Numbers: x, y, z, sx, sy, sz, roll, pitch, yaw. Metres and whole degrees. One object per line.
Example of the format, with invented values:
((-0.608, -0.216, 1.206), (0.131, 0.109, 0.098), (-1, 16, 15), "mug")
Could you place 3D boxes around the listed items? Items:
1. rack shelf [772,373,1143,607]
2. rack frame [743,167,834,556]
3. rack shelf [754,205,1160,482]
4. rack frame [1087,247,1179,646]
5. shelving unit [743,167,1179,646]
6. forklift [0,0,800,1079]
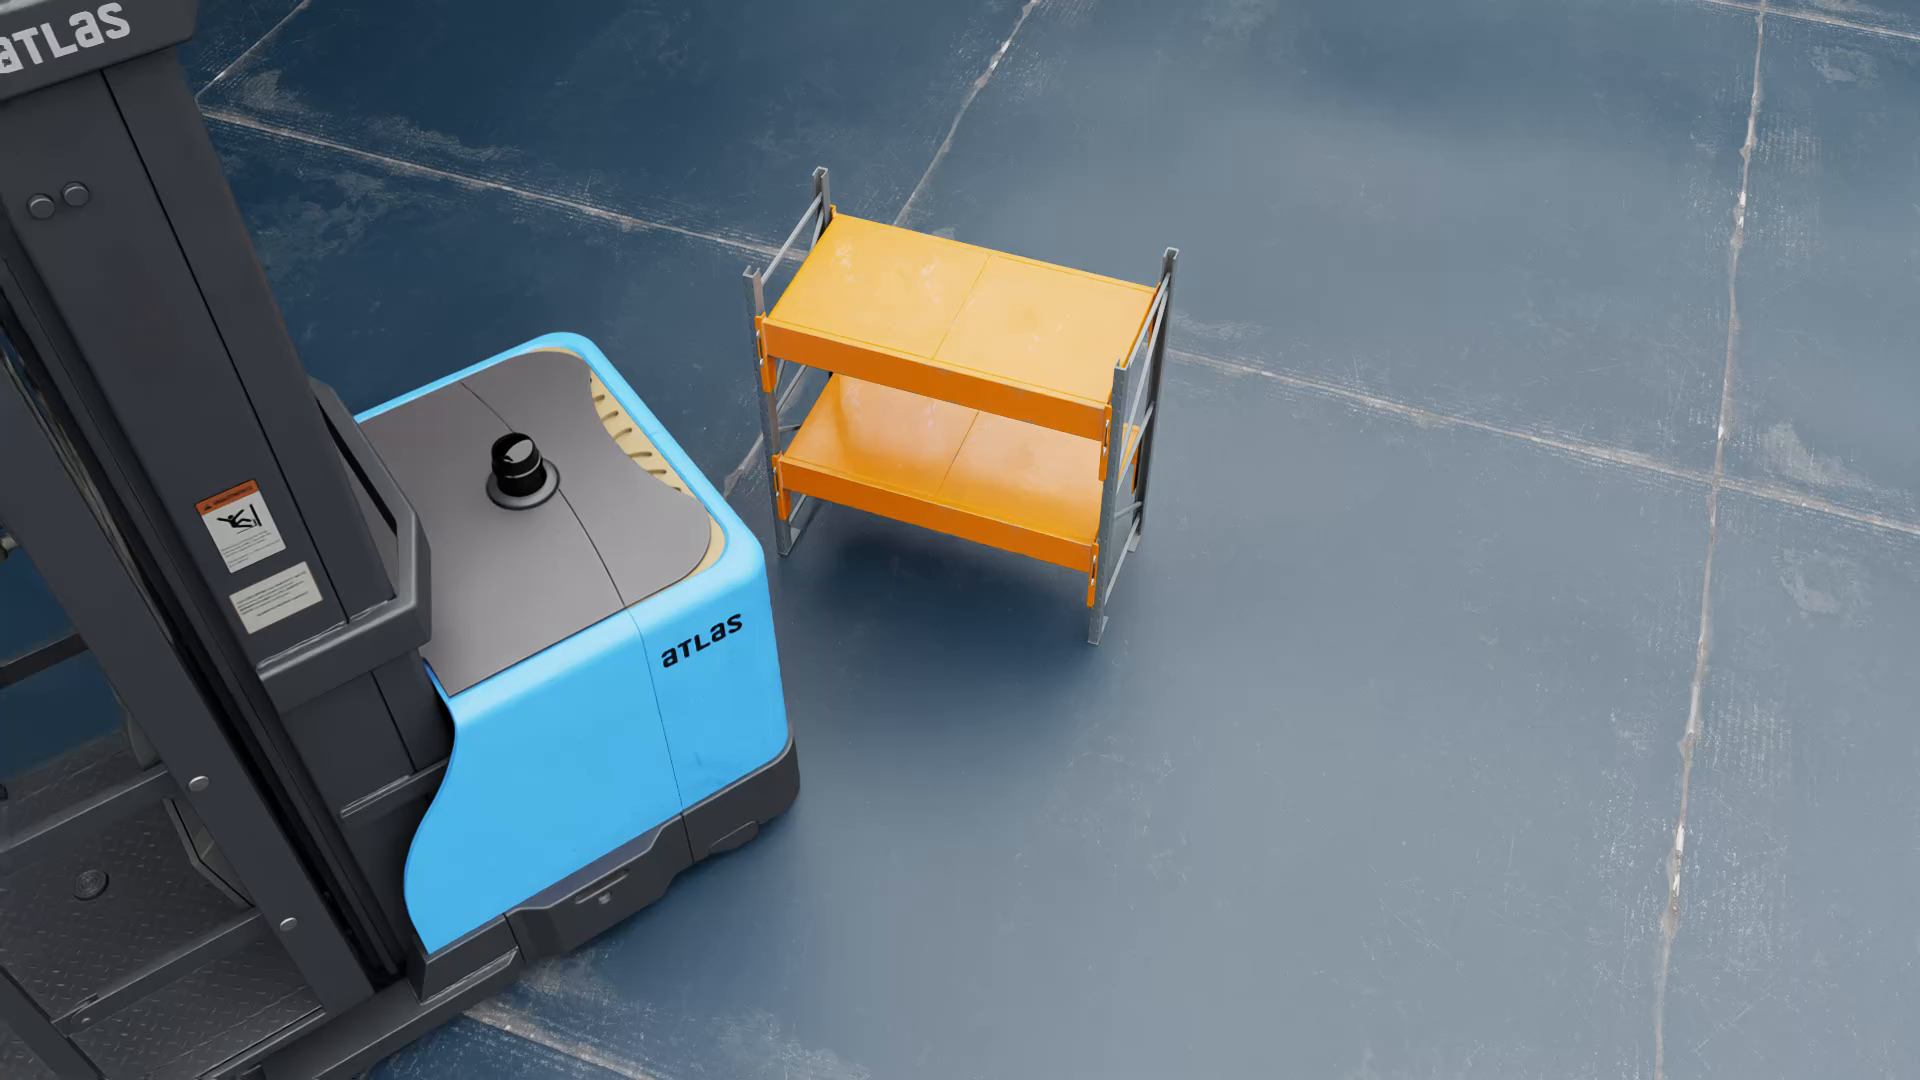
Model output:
((0.006, -0.207, 5.008), (1.000, 0.278, 0.538), (16, 51, 13), "rack shelf")
((-0.471, -0.500, 4.939), (0.032, 1.125, 0.500), (16, 51, 13), "rack frame")
((0.006, -0.558, 4.602), (1.000, 0.278, 0.538), (16, 51, 13), "rack shelf")
((0.483, -0.234, 4.708), (0.032, 1.125, 0.500), (16, 51, 13), "rack frame")
((0.006, -0.367, 4.823), (1.048, 1.125, 0.538), (16, 51, 13), "shelving unit")
((-1.936, 0.119, 3.207), (3.031, 2.935, 1.130), (-28, 55, -22), "forklift")
